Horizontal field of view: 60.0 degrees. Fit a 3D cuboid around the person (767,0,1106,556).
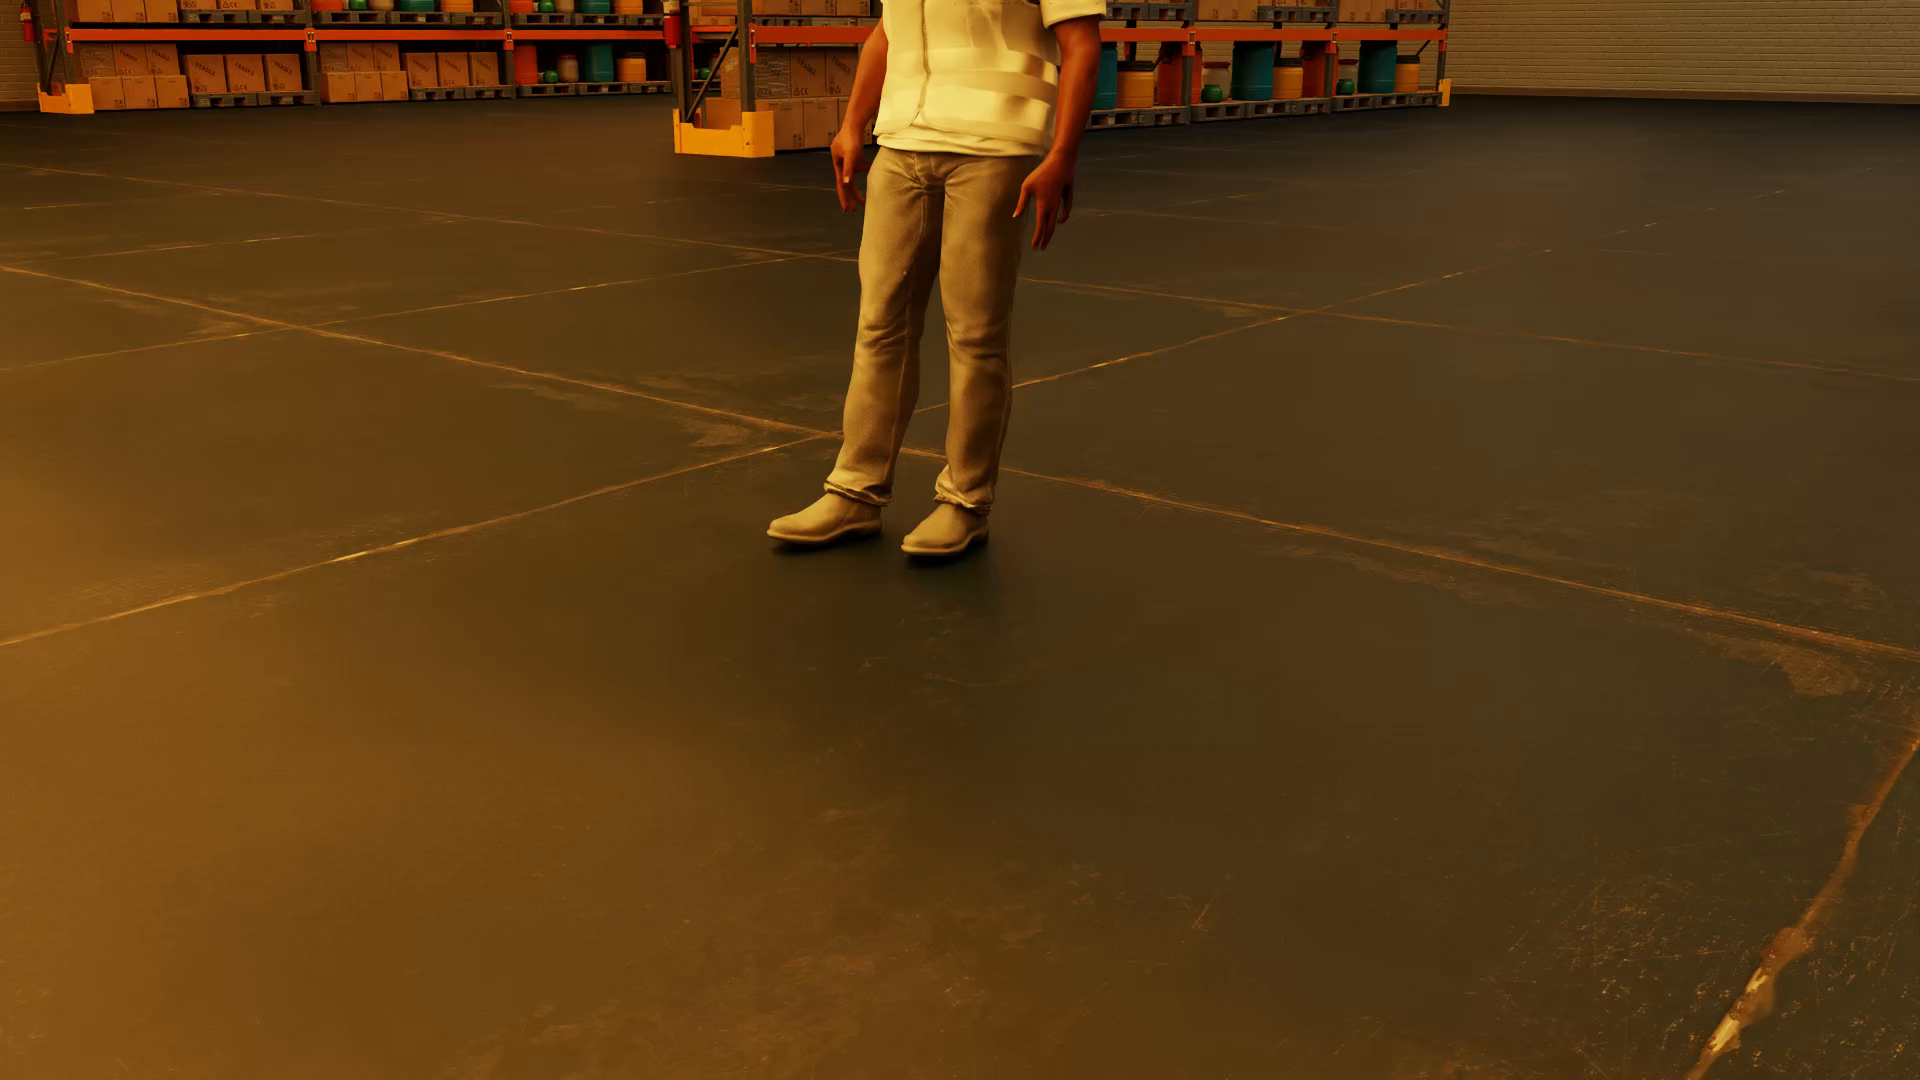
[{"bbox_3d":[-0.048,-0.837,3.634,0.666,1.768,0.575,13,21,37],"label":"person"}]
